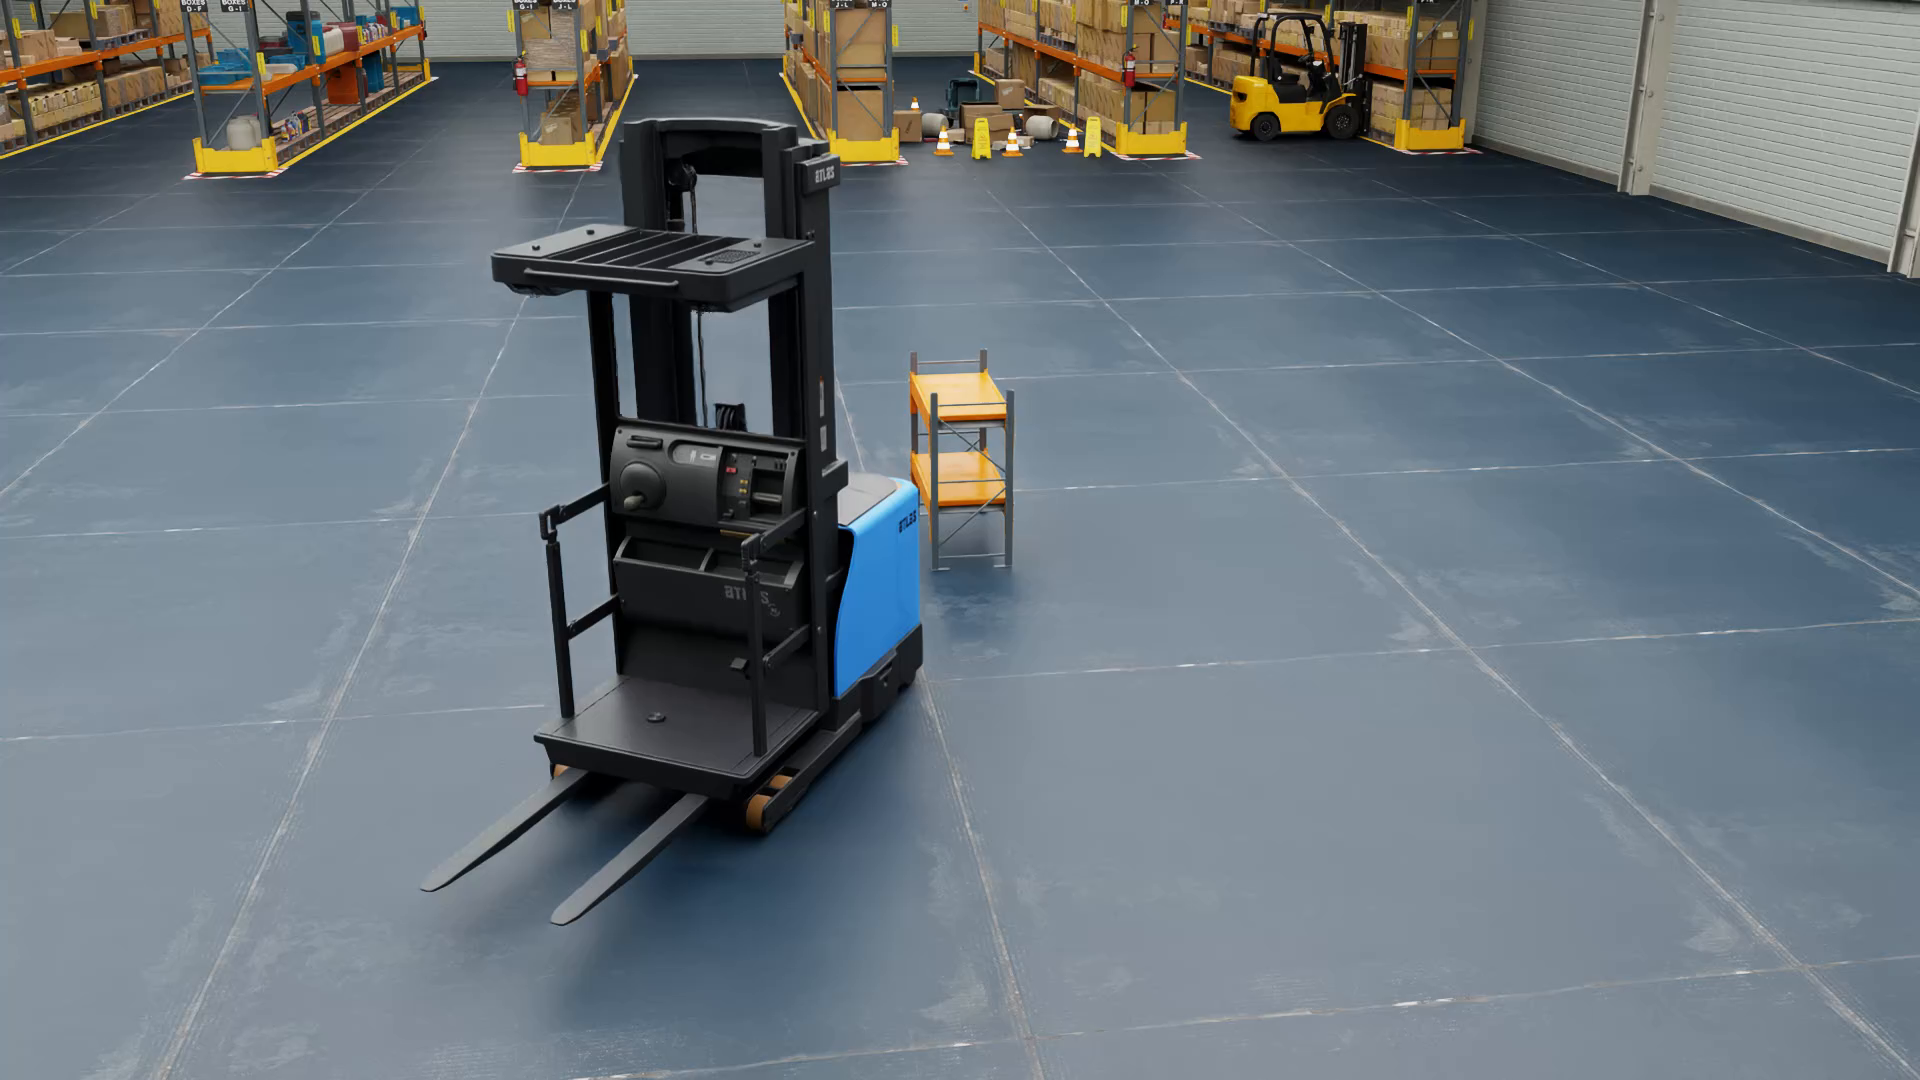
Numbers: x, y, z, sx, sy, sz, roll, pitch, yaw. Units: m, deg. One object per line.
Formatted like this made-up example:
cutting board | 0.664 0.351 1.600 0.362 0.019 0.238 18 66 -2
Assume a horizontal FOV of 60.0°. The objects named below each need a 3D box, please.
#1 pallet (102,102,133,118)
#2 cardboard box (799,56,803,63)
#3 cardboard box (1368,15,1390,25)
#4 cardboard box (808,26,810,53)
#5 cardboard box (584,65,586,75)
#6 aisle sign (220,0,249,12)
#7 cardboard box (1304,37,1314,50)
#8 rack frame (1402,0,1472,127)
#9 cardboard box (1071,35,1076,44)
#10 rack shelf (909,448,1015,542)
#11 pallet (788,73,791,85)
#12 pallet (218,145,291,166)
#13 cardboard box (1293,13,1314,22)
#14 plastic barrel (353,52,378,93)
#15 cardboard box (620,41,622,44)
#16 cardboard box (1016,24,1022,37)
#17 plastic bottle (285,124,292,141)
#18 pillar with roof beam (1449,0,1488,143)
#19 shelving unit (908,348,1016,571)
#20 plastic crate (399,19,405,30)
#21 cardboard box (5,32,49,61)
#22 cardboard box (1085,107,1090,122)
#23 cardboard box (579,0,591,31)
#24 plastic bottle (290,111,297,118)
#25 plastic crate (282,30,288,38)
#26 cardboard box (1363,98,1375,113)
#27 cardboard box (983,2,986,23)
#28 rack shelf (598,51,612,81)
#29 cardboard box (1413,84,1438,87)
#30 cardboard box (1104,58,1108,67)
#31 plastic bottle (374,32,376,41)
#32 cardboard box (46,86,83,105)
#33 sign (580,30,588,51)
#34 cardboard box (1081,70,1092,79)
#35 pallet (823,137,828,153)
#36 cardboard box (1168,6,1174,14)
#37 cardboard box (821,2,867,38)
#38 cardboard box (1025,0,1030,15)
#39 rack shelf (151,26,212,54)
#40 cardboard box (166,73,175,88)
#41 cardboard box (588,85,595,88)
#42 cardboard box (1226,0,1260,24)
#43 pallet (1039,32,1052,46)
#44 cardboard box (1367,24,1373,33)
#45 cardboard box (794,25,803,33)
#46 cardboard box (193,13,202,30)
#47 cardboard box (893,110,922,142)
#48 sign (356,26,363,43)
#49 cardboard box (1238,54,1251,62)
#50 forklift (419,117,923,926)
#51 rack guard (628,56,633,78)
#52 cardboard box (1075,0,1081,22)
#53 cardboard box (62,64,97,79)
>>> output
pallet | -17.557 -8.742 33.820 1.003 0.211 1.213 -3 21 -8
cardboard box | -3.202 -10.276 35.843 0.500 0.250 0.500 -3 21 -7
cardboard box | 7.681 -9.490 30.343 0.380 0.149 0.250 -3 21 -8
cardboard box | -2.670 -9.680 32.205 0.500 0.500 0.500 -3 21 -7
cardboard box | -6.459 -7.857 27.823 0.380 0.149 0.250 -3 21 -8
aisle sign | -11.131 -8.474 25.403 0.394 0.787 0.004 -3 21 -8
cardboard box | 7.201 -9.918 33.197 0.500 0.250 0.500 -3 21 -8
rack frame | 8.188 -8.268 28.565 1.000 3.000 0.127 -3 21 -8
cardboard box | 2.352 -9.644 32.010 0.380 0.149 0.250 -3 21 -7
rack shelf | -0.001 -0.300 10.611 0.538 0.278 1.000 -3 21 -8
pallet | -3.648 -11.234 40.493 1.003 0.211 1.213 -3 21 -8
pallet | -11.601 -6.266 27.190 1.003 0.211 1.213 -3 21 -8
cardboard box | 7.014 -10.639 33.845 0.380 0.149 0.250 -3 21 -9
plastic barrel | -12.998 -10.201 36.139 0.600 0.901 0.708 -3 21 -8
cardboard box | -8.276 -11.105 38.598 0.875 0.875 0.875 -3 21 -8
cardboard box | 1.546 -11.404 37.177 0.500 0.250 0.500 -3 21 -9
plastic bottle | -11.399 -6.923 28.218 0.061 0.283 0.133 -3 21 -7
pillar with roof beam | 4.719 -11.148 27.702 9.100 9.000 0.400 -3 21 -8
shelving unit | -0.001 -0.529 10.526 0.538 1.125 1.048 -3 21 -8
plastic crate | -13.188 -12.058 38.866 0.416 0.233 0.300 -3 21 -8
cardboard box | -17.153 -9.072 30.576 0.500 0.500 0.500 -3 21 -8
cardboard box | 2.606 -7.908 30.931 0.500 0.250 0.500 -2 21 -5
cardboard box | -6.557 -8.894 28.246 0.500 0.500 0.500 -3 21 -8
plastic bottle | -11.773 -7.401 29.402 0.144 0.351 0.185 -3 21 -8
plastic crate | -12.655 -9.491 31.750 0.402 0.464 0.583 -3 21 -8
cardboard box | 7.651 -7.915 30.237 0.500 0.250 0.500 -3 21 -9
cardboard box | 0.855 -13.248 41.757 0.500 0.500 0.500 -3 21 -9
rack shelf | -7.395 -9.257 32.241 1.077 0.370 4.000 -3 21 -8
cardboard box | 8.230 -7.994 29.732 0.500 0.250 0.500 -3 21 -8
cardboard box | 2.757 -8.456 29.430 0.380 0.149 0.250 -3 21 -8
plastic bottle | -12.596 -10.822 35.687 0.097 0.201 0.097 0 20 0
cardboard box | -17.016 -8.436 31.543 0.500 0.311 0.500 -3 21 -8
sign | -5.993 -7.949 26.475 0.100 0.325 0.005 -3 21 -8
cardboard box | 2.476 -8.701 31.055 0.380 0.149 0.250 -3 21 -7
pallet | -1.800 -6.698 28.348 1.003 0.211 1.213 -3 21 -8
cardboard box | 5.680 -13.706 42.915 0.500 0.250 0.500 -3 21 -7
cardboard box | -1.945 -9.001 28.772 0.875 0.550 0.500 -3 21 -8
cardboard box | 1.708 -11.644 36.034 0.500 0.500 0.500 -3 21 -7
rack shelf | -18.352 -11.528 38.323 1.077 0.370 4.000 -3 21 -8
cardboard box | -17.910 -10.276 37.155 0.500 0.311 0.500 -3 21 -8
cardboard box | -7.305 -8.510 32.157 0.700 0.500 0.500 -5 21 -12
cardboard box | 6.494 -12.036 37.912 0.700 0.500 0.500 -3 21 -8
pallet | 2.331 -10.455 34.695 1.213 0.211 1.003 -3 21 -8
cardboard box | 7.600 -9.343 30.375 0.380 0.149 0.250 -3 21 -9
cardboard box | -3.287 -10.728 34.911 0.380 0.149 0.250 -3 21 -7
cardboard box | -18.228 -12.284 39.175 0.500 0.500 0.500 -3 21 -7
cardboard box | -0.945 -7.461 29.974 0.500 0.500 0.500 1 20 2
sign | -12.041 -10.143 33.353 0.100 0.325 0.005 -3 21 -8
cardboard box | 6.549 -10.986 37.888 0.380 0.149 0.250 -4 21 -10
forklift | -1.222 -0.258 7.217 1.130 2.935 3.031 8 22 21
rack guard | -8.840 -11.893 41.845 1.175 0.500 0.348 -3 21 -8
cardboard box | 2.548 -9.892 30.918 0.700 0.500 0.500 -3 21 -8
cardboard box | -17.866 -9.505 33.751 0.500 0.250 0.500 -2 21 -6
